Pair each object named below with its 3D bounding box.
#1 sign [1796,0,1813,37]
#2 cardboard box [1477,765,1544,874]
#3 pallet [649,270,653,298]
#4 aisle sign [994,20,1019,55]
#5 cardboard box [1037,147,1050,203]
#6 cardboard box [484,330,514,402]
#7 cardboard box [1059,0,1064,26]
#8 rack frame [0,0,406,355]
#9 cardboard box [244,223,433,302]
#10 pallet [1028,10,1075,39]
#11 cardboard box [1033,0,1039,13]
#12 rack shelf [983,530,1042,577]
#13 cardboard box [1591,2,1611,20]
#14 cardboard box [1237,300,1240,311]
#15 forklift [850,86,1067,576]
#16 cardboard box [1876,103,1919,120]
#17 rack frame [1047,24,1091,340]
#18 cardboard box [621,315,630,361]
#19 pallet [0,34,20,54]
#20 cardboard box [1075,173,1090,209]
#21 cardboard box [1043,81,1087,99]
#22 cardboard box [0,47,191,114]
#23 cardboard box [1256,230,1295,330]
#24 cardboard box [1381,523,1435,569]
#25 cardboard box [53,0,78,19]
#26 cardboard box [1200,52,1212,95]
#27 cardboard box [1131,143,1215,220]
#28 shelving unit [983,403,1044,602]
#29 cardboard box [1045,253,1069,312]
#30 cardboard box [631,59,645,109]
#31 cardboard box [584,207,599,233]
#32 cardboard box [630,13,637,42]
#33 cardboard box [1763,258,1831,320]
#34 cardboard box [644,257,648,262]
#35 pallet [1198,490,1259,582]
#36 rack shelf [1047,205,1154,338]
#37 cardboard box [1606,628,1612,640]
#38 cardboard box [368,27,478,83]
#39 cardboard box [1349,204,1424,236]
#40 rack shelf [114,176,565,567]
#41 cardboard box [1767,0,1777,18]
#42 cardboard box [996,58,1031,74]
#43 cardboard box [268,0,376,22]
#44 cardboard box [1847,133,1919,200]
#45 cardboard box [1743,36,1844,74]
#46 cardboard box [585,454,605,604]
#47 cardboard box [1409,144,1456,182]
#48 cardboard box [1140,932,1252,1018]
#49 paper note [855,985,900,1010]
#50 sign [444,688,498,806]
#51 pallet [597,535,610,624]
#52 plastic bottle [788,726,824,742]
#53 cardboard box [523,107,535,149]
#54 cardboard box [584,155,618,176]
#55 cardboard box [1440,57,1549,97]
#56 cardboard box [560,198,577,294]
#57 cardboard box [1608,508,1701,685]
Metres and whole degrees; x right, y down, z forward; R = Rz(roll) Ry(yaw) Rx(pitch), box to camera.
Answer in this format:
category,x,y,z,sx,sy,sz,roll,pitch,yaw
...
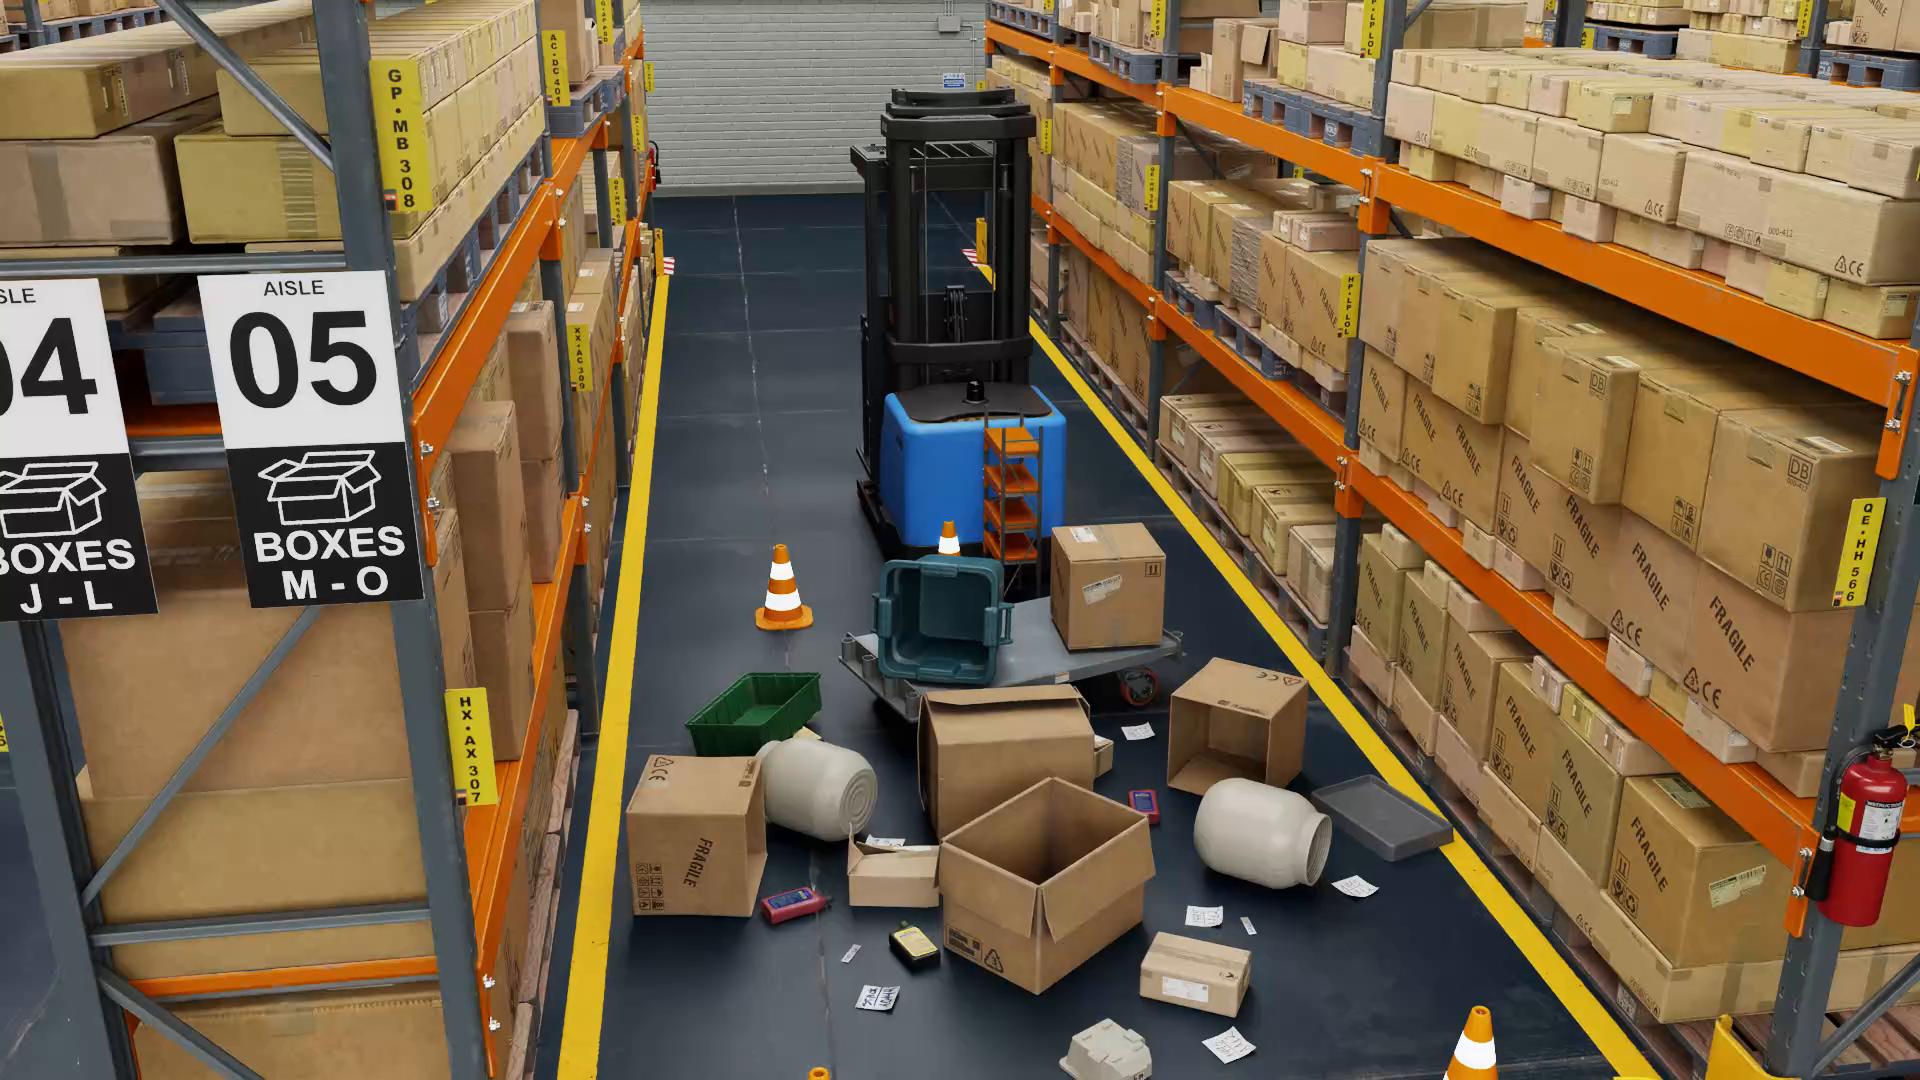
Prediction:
category,x,y,z,sx,sy,sz,roll,pitch,yaw
sign,6.327,-3.936,12.442,0.100,0.325,0.005,-3,21,-8
cardboard box,2.575,1.170,7.125,0.500,0.250,0.500,-4,21,-10
pallet,-3.991,-2.933,18.768,1.003,0.211,1.213,-3,21,-8
aisle sign,0.502,-6.062,19.444,0.394,0.787,0.004,-3,21,-8
cardboard box,1.056,-3.643,16.541,0.500,0.500,0.500,-3,21,-7
cardboard box,-2.199,-0.462,6.410,0.875,0.550,0.550,-3,21,-8
cardboard box,1.102,-4.797,15.077,0.396,0.266,0.258,-3,21,-8
rack frame,-1.778,-1.820,3.227,1.000,3.000,0.127,-3,21,-8
cardboard box,-1.510,-0.675,4.066,0.380,0.149,0.250,-3,21,-7
pallet,1.269,-5.096,16.413,1.003,0.211,1.213,-3,21,-8
cardboard box,0.929,-5.276,16.385,0.380,0.149,0.250,-2,21,-6
rack shelf,0.311,0.080,10.046,0.258,0.148,0.480,-4,21,-10
cardboard box,6.025,-4.842,15.222,0.380,0.149,0.250,-3,21,-7
cardboard box,2.027,-1.553,10.845,0.380,0.149,0.250,-2,21,-6
forklift,-0.125,-1.589,11.281,1.130,2.935,3.031,-4,21,-11
cardboard box,3.267,-1.355,5.490,0.380,0.149,0.250,-3,21,-8
rack frame,1.376,-3.449,16.163,1.000,3.000,0.127,-3,21,-8
cardboard box,-2.864,-1.583,13.067,0.500,0.250,0.500,-3,21,-8
pallet,-8.249,-3.950,13.490,0.805,0.209,1.217,-4,21,-10
cardboard box,1.310,-3.091,14.705,0.500,0.250,0.500,-3,21,-7
cardboard box,1.017,-4.358,16.099,0.380,0.149,0.250,-3,21,-9
cardboard box,-2.234,-1.189,4.301,0.380,0.149,0.250,-3,21,-7
cardboard box,2.095,-1.561,9.940,0.500,0.500,0.500,-2,21,-6
cardboard box,2.306,0.021,8.202,0.380,0.149,0.250,-3,21,-7
cardboard box,-8.676,-5.099,15.408,0.700,0.500,0.500,-2,21,-5
cardboard box,1.867,-3.200,11.402,0.396,0.266,0.258,-3,21,-8
cardboard box,1.619,-2.745,12.706,0.500,0.500,0.500,-3,21,-9
shelving unit,0.311,-0.169,9.953,0.258,1.200,0.503,-4,21,-10
cardboard box,1.392,-2.668,17.134,0.875,0.438,0.875,-3,21,-9
cardboard box,-3.772,-5.058,18.474,0.500,0.500,0.500,-3,21,-9
cardboard box,-2.807,-2.308,12.018,0.380,0.149,0.250,-3,21,-8
cardboard box,-3.450,-5.027,16.316,0.500,0.250,0.500,-2,21,-5
cardboard box,2.709,-0.775,5.077,0.380,0.149,0.250,-3,21,-7
cardboard box,-3.543,-2.933,17.831,0.380,0.149,0.250,-2,21,-5
pallet,2.237,-0.065,11.090,1.003,0.211,1.213,-3,21,-8
rack shelf,1.664,-2.419,14.435,1.077,0.370,4.000,-3,21,-8
cardboard box,2.713,0.350,6.352,0.380,0.149,0.250,-3,21,-7
cardboard box,-1.693,-1.486,5.096,0.380,0.149,0.250,-3,21,-8
cardboard box,2.553,-1.917,9.967,0.380,0.149,0.250,-2,21,-5
rack shelf,-2.066,-0.770,5.732,1.077,0.370,4.000,-3,21,-8
cardboard box,6.588,-4.177,13.045,0.380,0.149,0.250,-4,21,-10
cardboard box,0.609,-5.333,18.709,0.380,0.149,0.250,-2,21,-6
cardboard box,-2.638,-2.156,6.890,0.380,0.149,0.250,-3,21,-7
cardboard box,2.765,-1.057,4.692,0.380,0.149,0.250,-3,21,-7
cardboard box,6.550,-3.816,13.073,0.500,0.250,0.500,-4,21,-10
cardboard box,-2.668,-0.082,9.763,1.050,0.750,0.750,-3,21,-8
cardboard box,2.312,-1.753,7.693,0.380,0.149,0.250,-3,21,-8
cardboard box,0.918,1.690,6.479,0.380,0.149,0.250,8,22,20
paper note,-0.318,1.768,6.441,0.144,0.017,0.142,4,21,11
sign,-1.228,0.522,4.181,0.100,0.325,0.005,-3,21,-8
pallet,-2.719,0.225,10.311,1.003,0.211,1.213,-3,21,-8
plastic bottle,-0.821,1.002,8.447,0.133,0.061,0.283,-15,25,-35
cardboard box,-1.910,-1.639,6.645,0.380,0.149,0.250,-3,21,-7
cardboard box,-3.217,-3.300,14.672,0.380,0.149,0.250,-4,21,-9
cardboard box,2.347,-2.034,7.307,0.380,0.149,0.250,-4,21,-10
cardboard box,-2.726,-1.786,10.139,0.700,0.500,0.500,-3,21,-9
cardboard box,2.687,0.172,5.900,0.500,0.500,0.500,-3,21,-8
